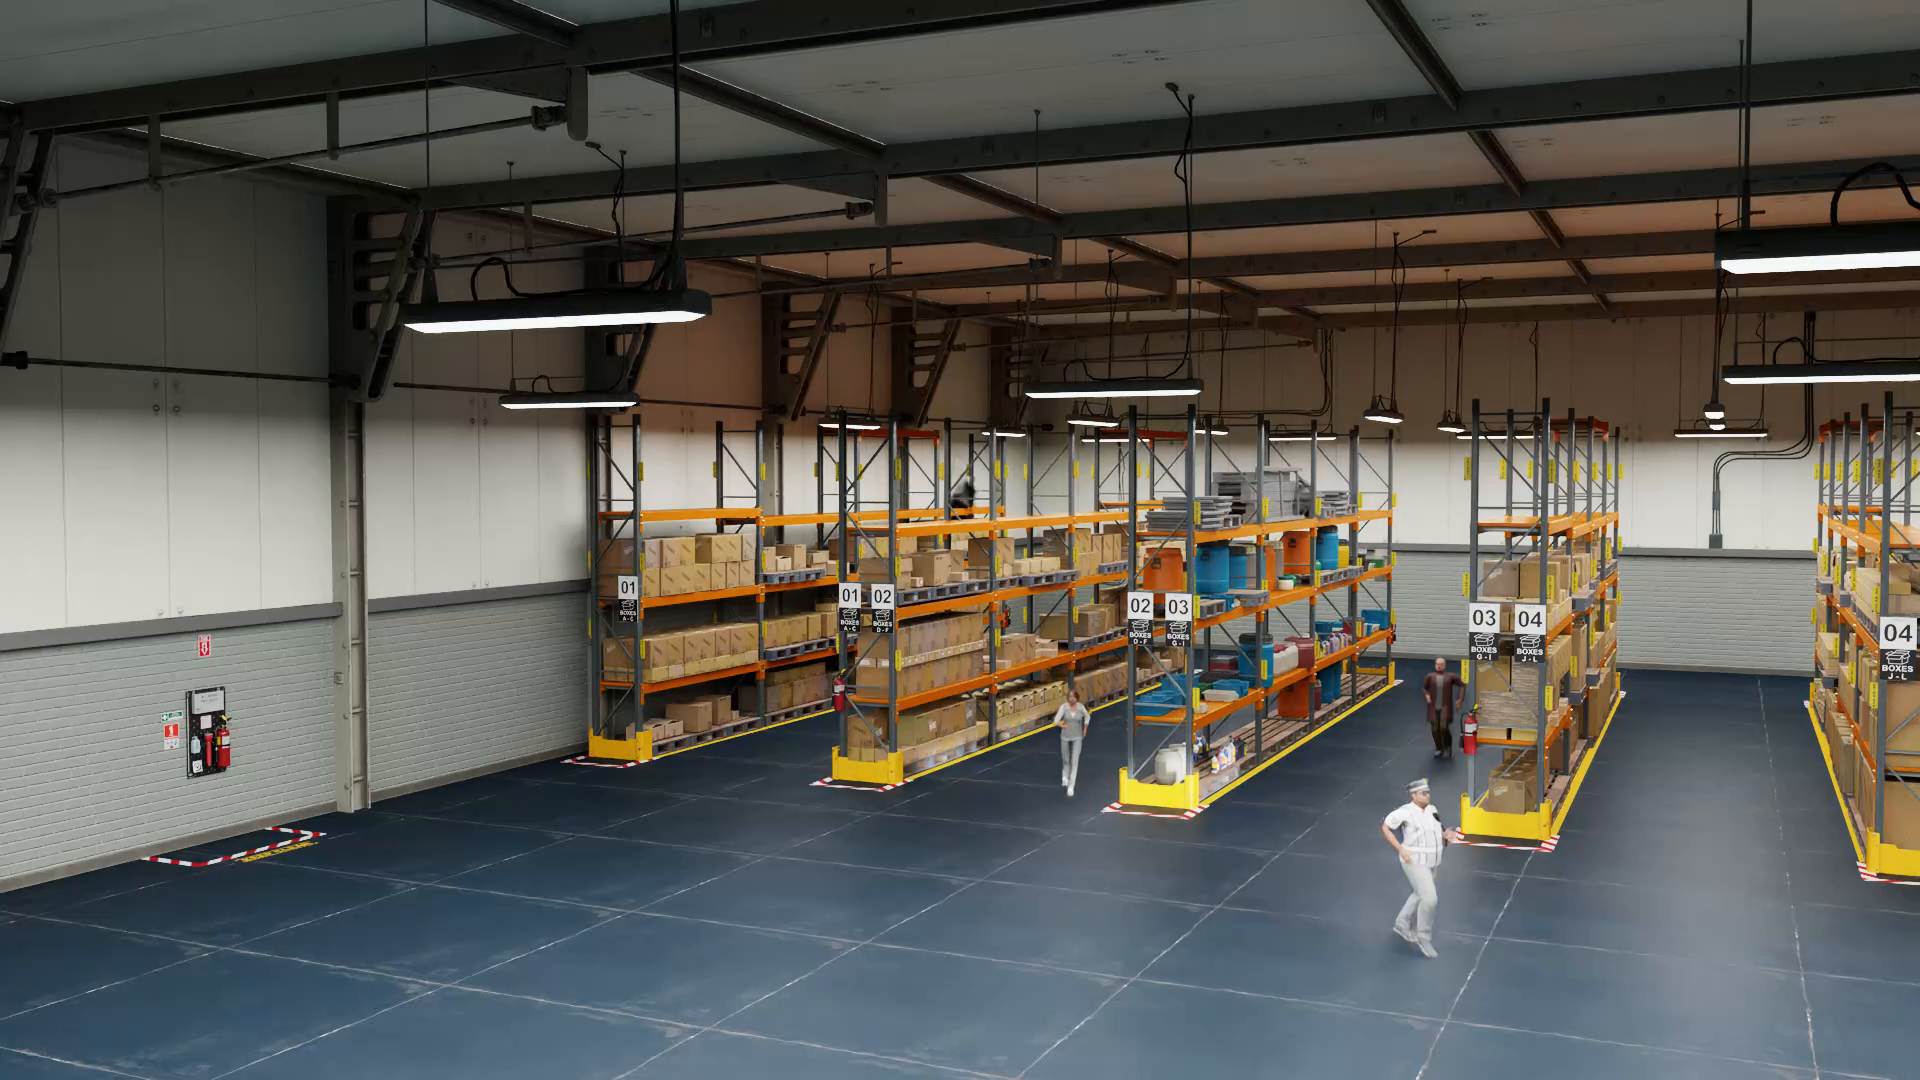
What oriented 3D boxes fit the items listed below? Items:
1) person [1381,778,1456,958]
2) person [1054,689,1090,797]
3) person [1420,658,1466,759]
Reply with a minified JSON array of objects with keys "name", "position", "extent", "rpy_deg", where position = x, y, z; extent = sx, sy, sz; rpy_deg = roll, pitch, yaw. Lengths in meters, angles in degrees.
[{"name":"person","position":[4.817,3.369,17.372],"extent":[0.639,1.777,0.745],"rpy_deg":[-2,3,-40]},{"name":"person","position":[1.746,3.135,25.947],"extent":[0.558,1.629,0.777],"rpy_deg":[0,2,5]},{"name":"person","position":[8.362,2.934,28.912],"extent":[0.747,1.756,0.679],"rpy_deg":[1,3,28]}]
